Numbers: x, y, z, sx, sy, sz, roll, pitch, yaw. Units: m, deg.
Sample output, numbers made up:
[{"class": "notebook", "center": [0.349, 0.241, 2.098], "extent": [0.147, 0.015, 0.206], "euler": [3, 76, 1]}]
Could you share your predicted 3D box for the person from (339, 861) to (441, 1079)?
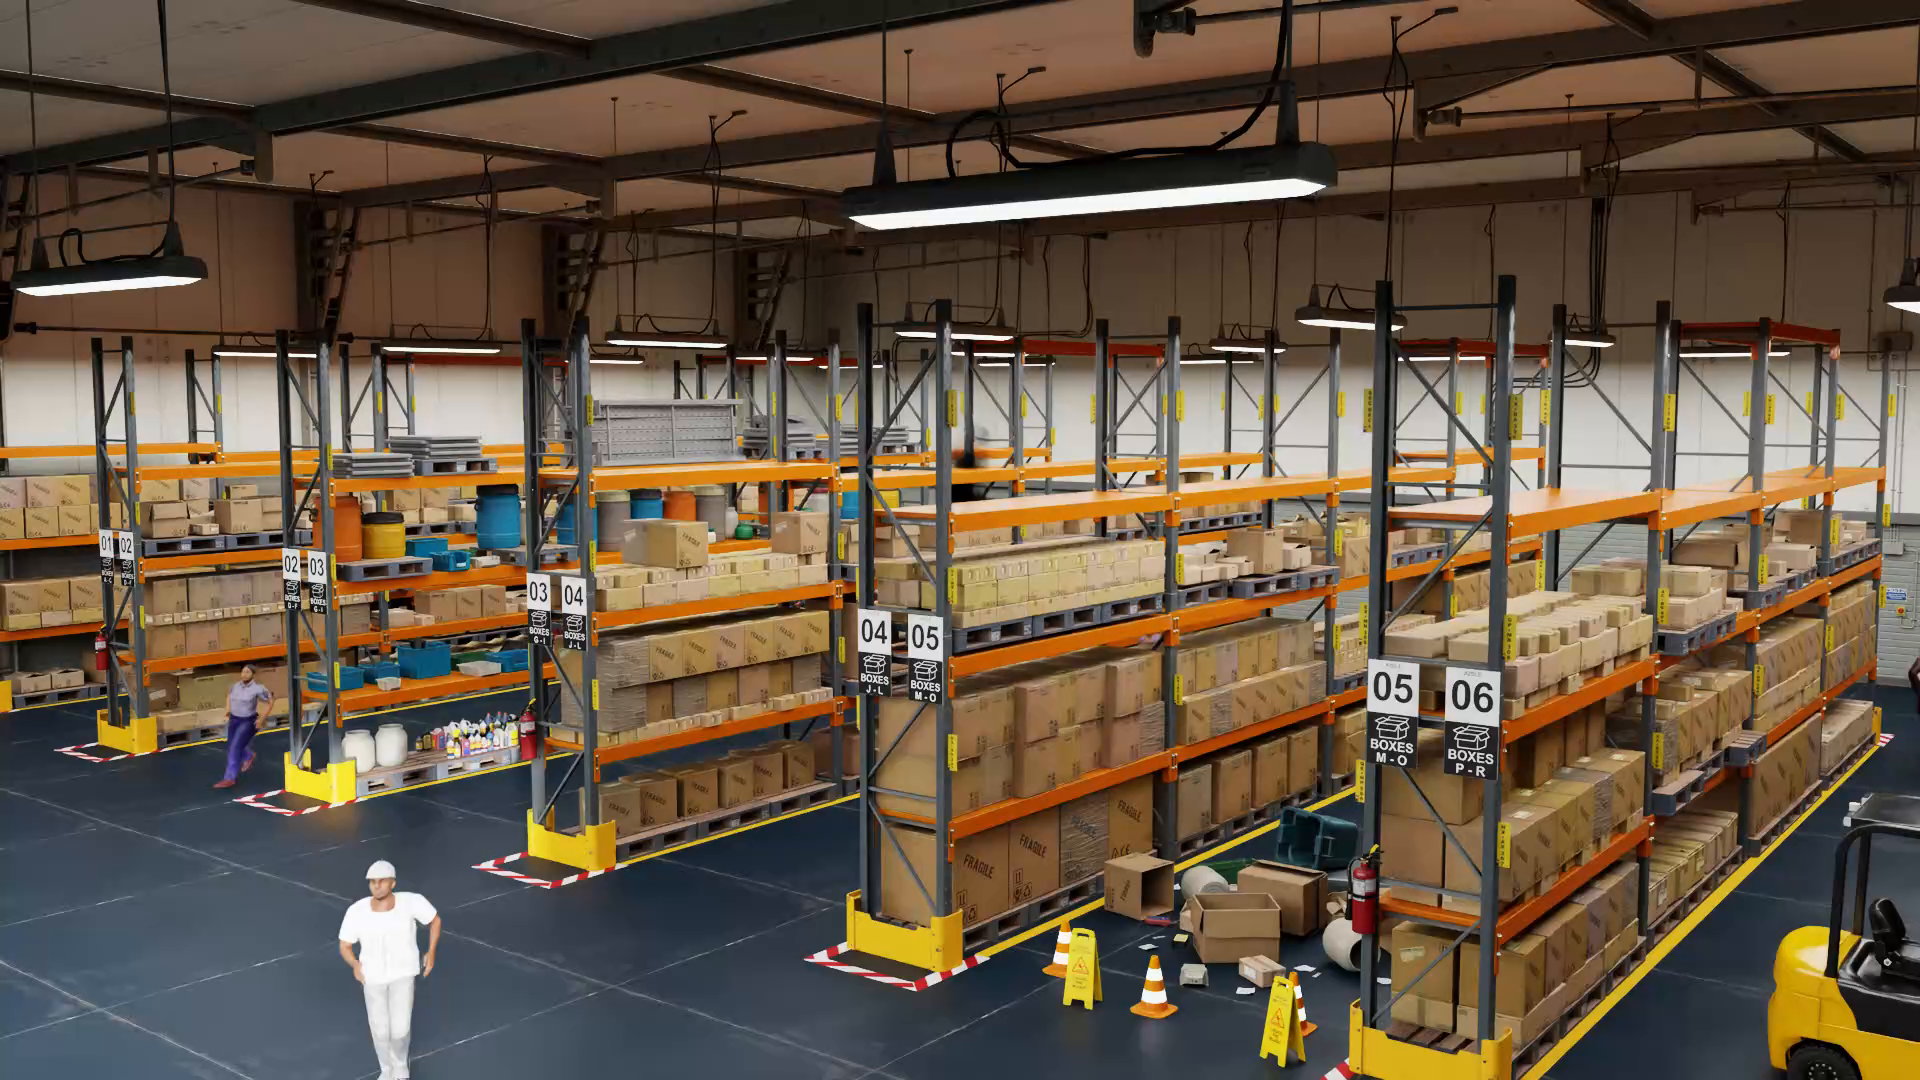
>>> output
[{"class": "person", "center": [-4.222, 3.225, 12.280], "extent": [0.702, 1.725, 0.617], "euler": [-1, 5, -9]}]

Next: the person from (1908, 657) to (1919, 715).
[{"class": "person", "center": [13.573, 2.248, 23.115], "extent": [0.710, 1.781, 1.049], "euler": [3, 6, 31]}]

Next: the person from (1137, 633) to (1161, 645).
[{"class": "person", "center": [2.774, 1.958, 24.562], "extent": [0.518, 1.581, 0.551], "euler": [3, 6, 33]}]

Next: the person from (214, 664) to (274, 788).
[{"class": "person", "center": [-9.494, 2.447, 22.114], "extent": [0.671, 1.598, 0.818], "euler": [1, 5, 16]}]
